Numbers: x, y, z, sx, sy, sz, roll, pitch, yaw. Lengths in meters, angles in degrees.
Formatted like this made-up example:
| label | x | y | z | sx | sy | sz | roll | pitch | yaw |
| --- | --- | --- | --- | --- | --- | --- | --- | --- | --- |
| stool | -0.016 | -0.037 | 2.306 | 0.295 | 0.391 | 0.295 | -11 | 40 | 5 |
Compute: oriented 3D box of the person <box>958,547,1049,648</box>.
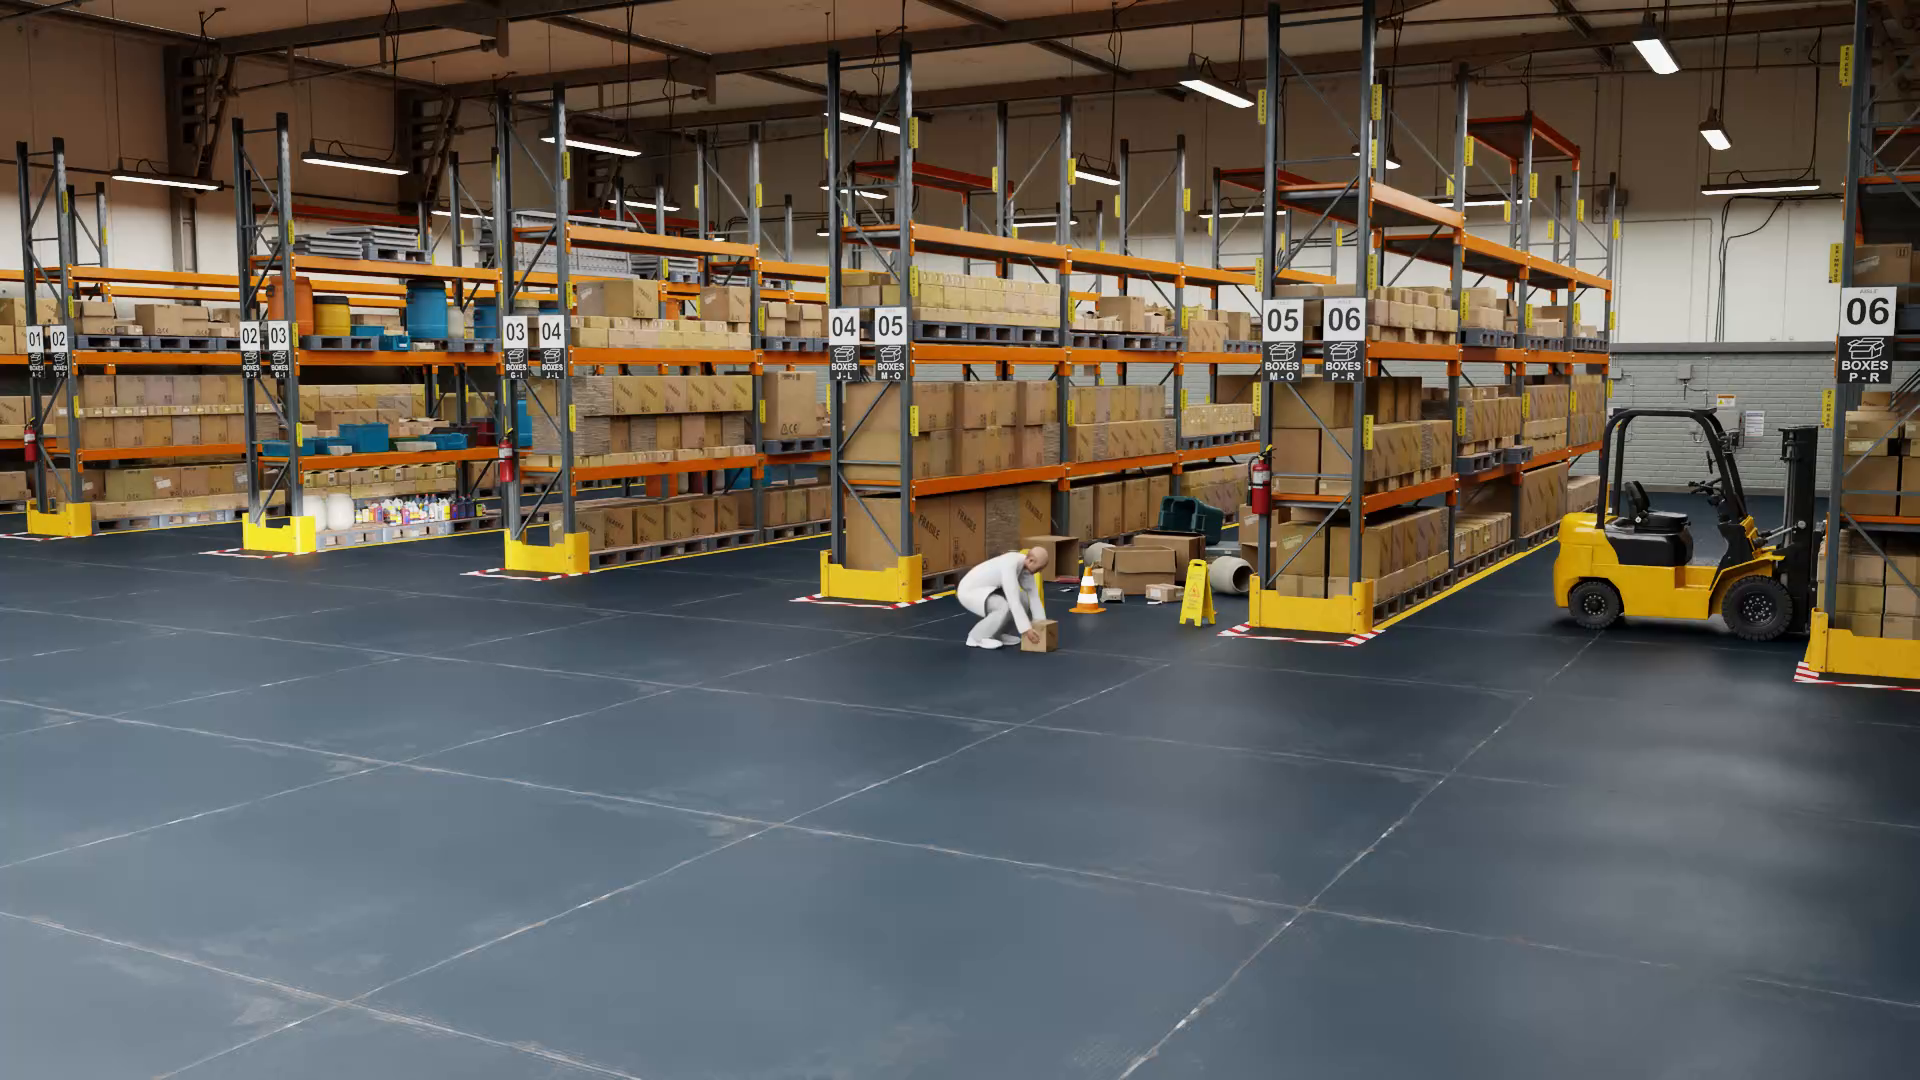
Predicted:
| label | x | y | z | sx | sy | sz | roll | pitch | yaw |
| --- | --- | --- | --- | --- | --- | --- | --- | --- | --- |
| person | 0.411 | 0.525 | 15.217 | 0.895 | 0.907 | 0.611 | 3 | 7 | 28 |
